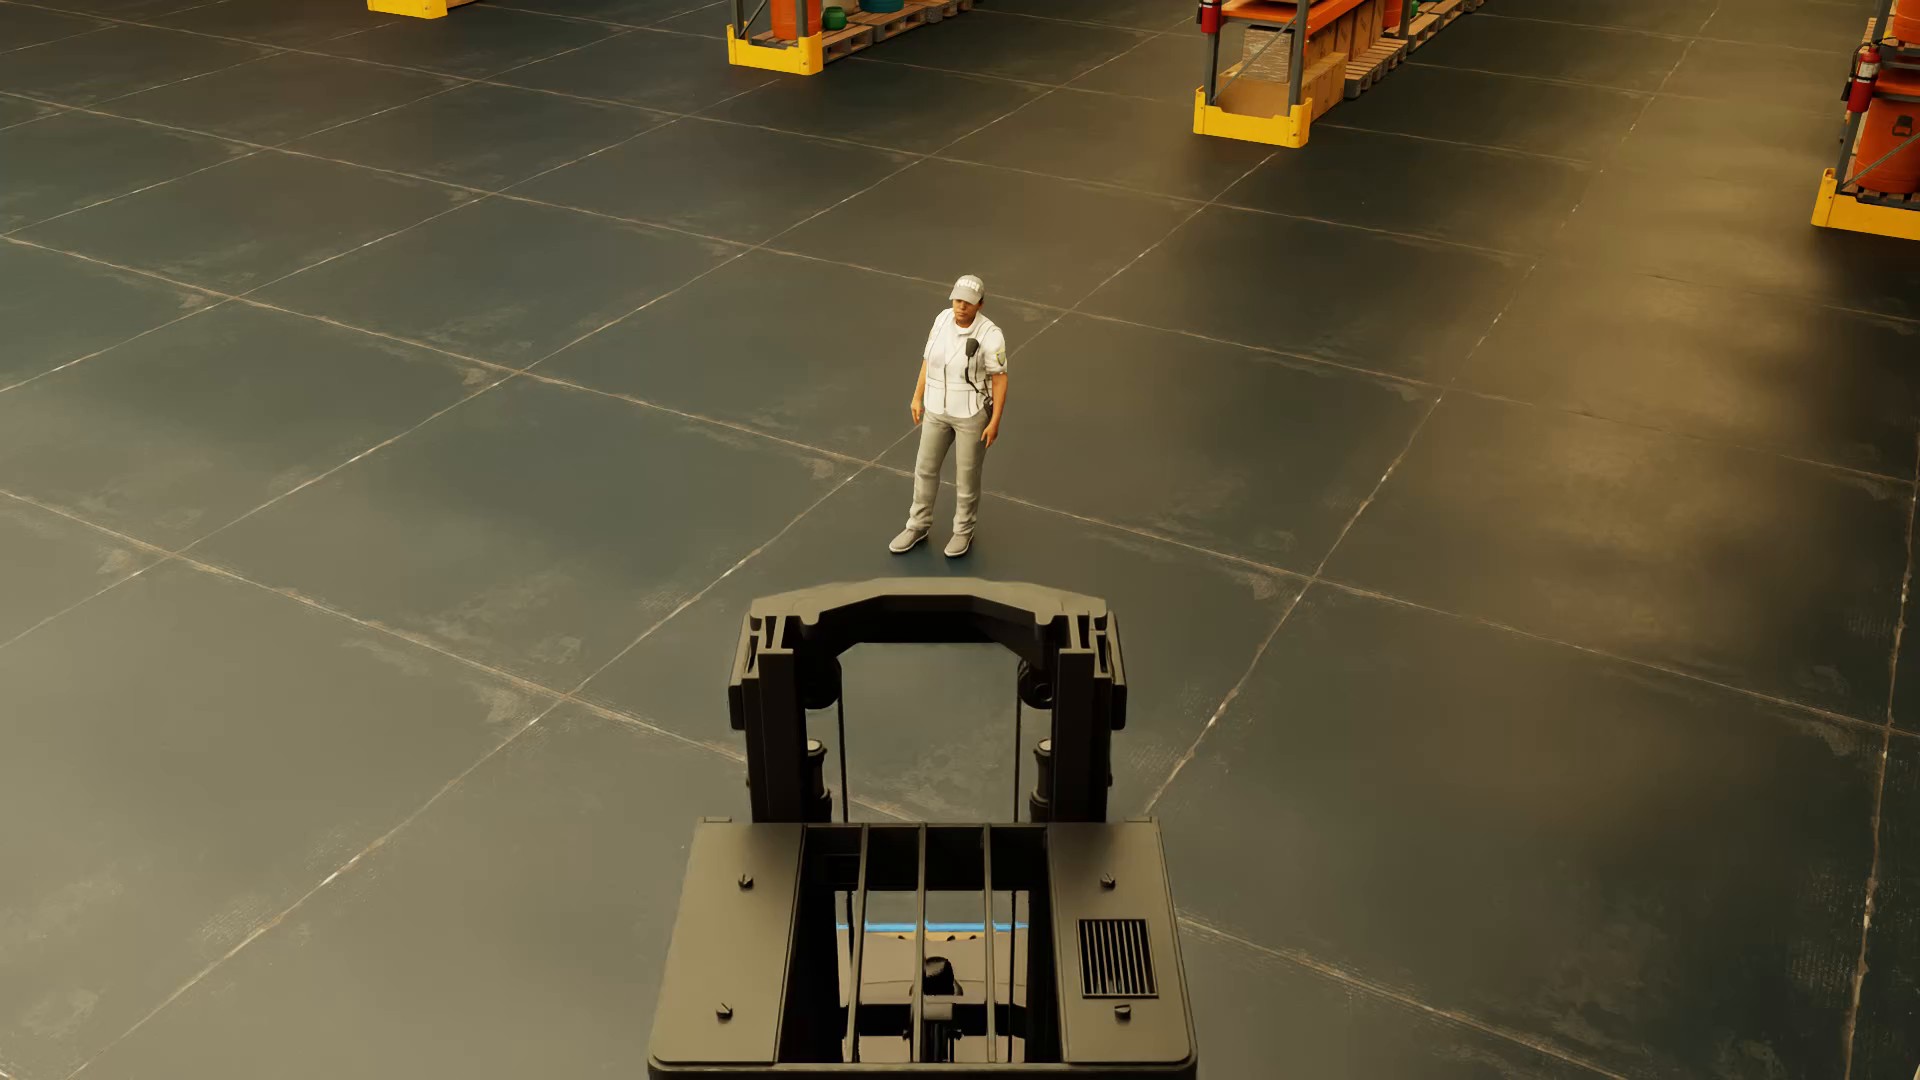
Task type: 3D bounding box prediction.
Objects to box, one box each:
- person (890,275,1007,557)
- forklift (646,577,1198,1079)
[{"bbox_3d":[-0.057,-0.700,9.534,0.598,1.670,0.529,15,33,25],"label":"person"},{"bbox_3d":[-0.075,1.689,4.145,1.130,2.935,3.031,0,30,0],"label":"forklift"}]
